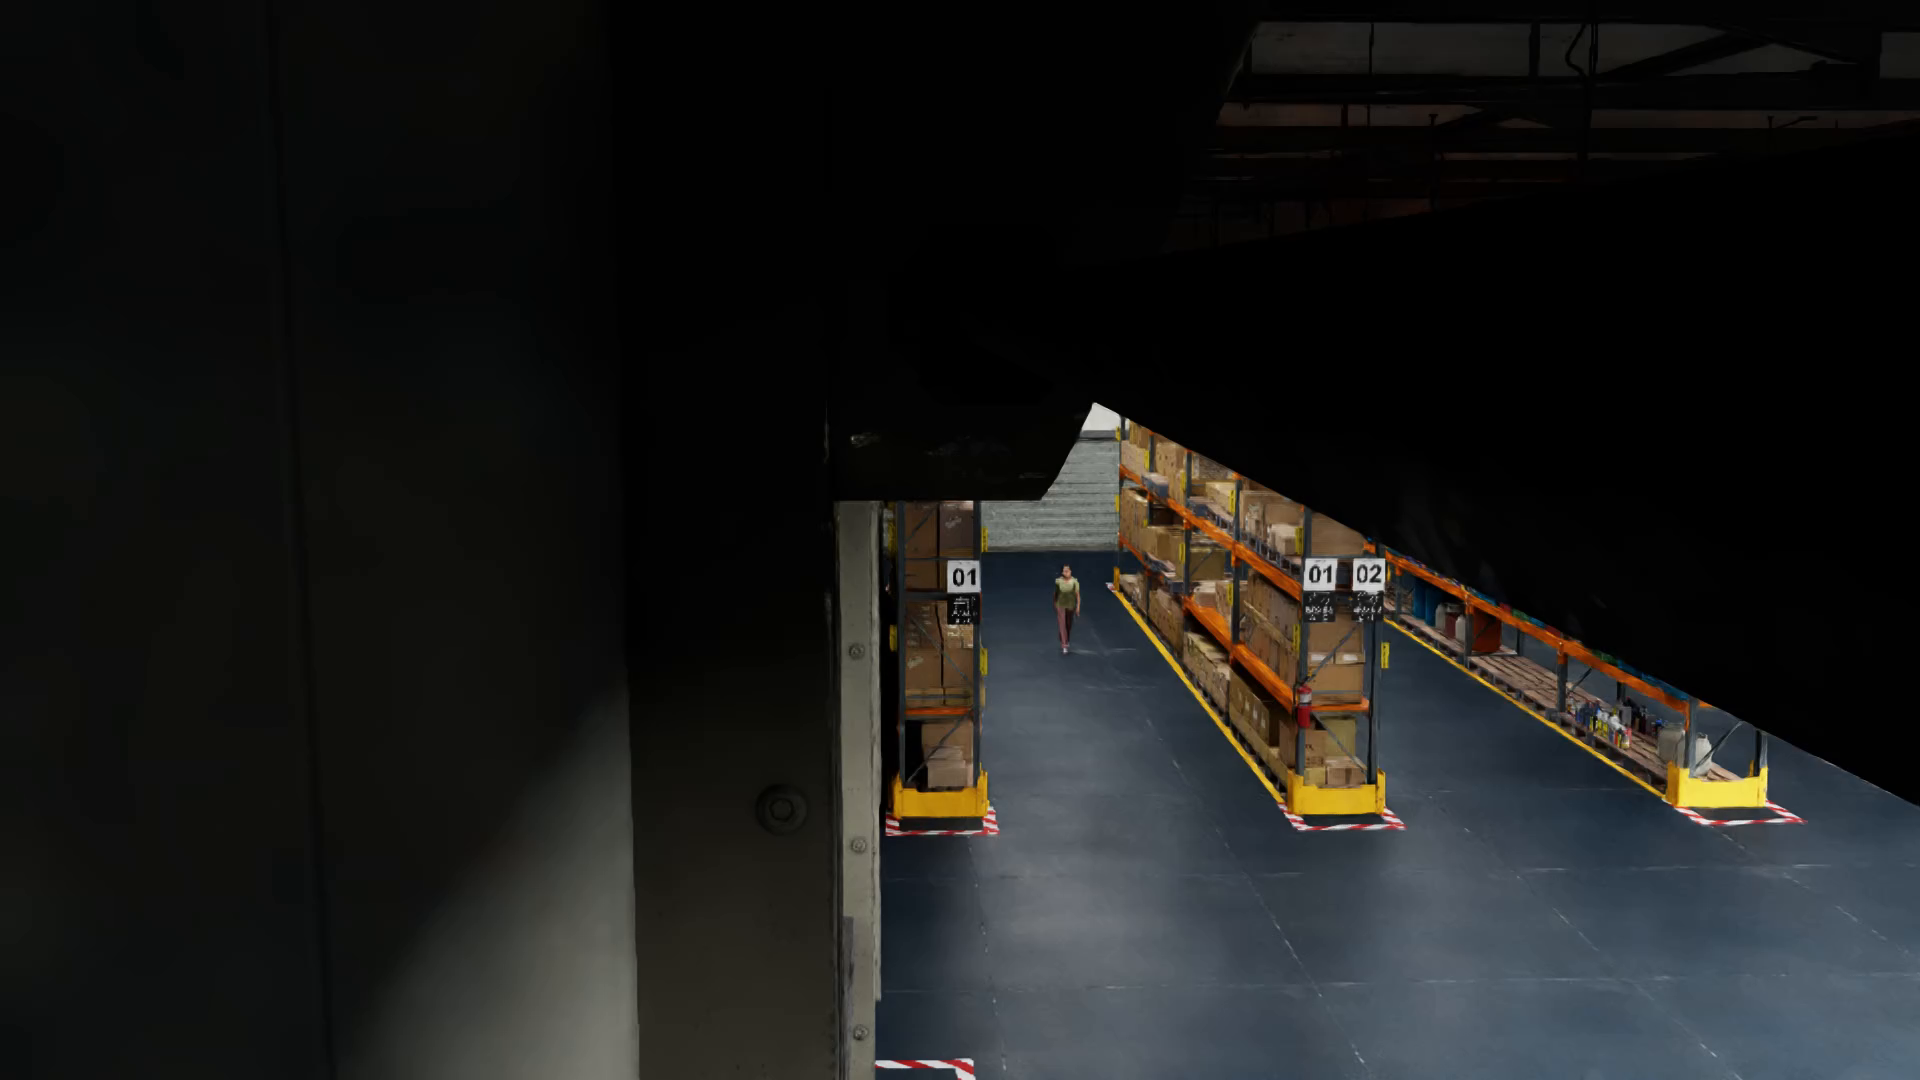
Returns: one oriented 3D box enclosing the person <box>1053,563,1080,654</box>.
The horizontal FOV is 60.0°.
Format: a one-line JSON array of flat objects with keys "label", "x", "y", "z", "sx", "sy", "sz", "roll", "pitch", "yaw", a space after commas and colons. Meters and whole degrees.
[{"label": "person", "x": 1.942, "y": 1.211, "z": 30.061, "sx": 0.456, "sy": 1.612, "sz": 1.019, "roll": -1, "pitch": 8, "yaw": -4}]
